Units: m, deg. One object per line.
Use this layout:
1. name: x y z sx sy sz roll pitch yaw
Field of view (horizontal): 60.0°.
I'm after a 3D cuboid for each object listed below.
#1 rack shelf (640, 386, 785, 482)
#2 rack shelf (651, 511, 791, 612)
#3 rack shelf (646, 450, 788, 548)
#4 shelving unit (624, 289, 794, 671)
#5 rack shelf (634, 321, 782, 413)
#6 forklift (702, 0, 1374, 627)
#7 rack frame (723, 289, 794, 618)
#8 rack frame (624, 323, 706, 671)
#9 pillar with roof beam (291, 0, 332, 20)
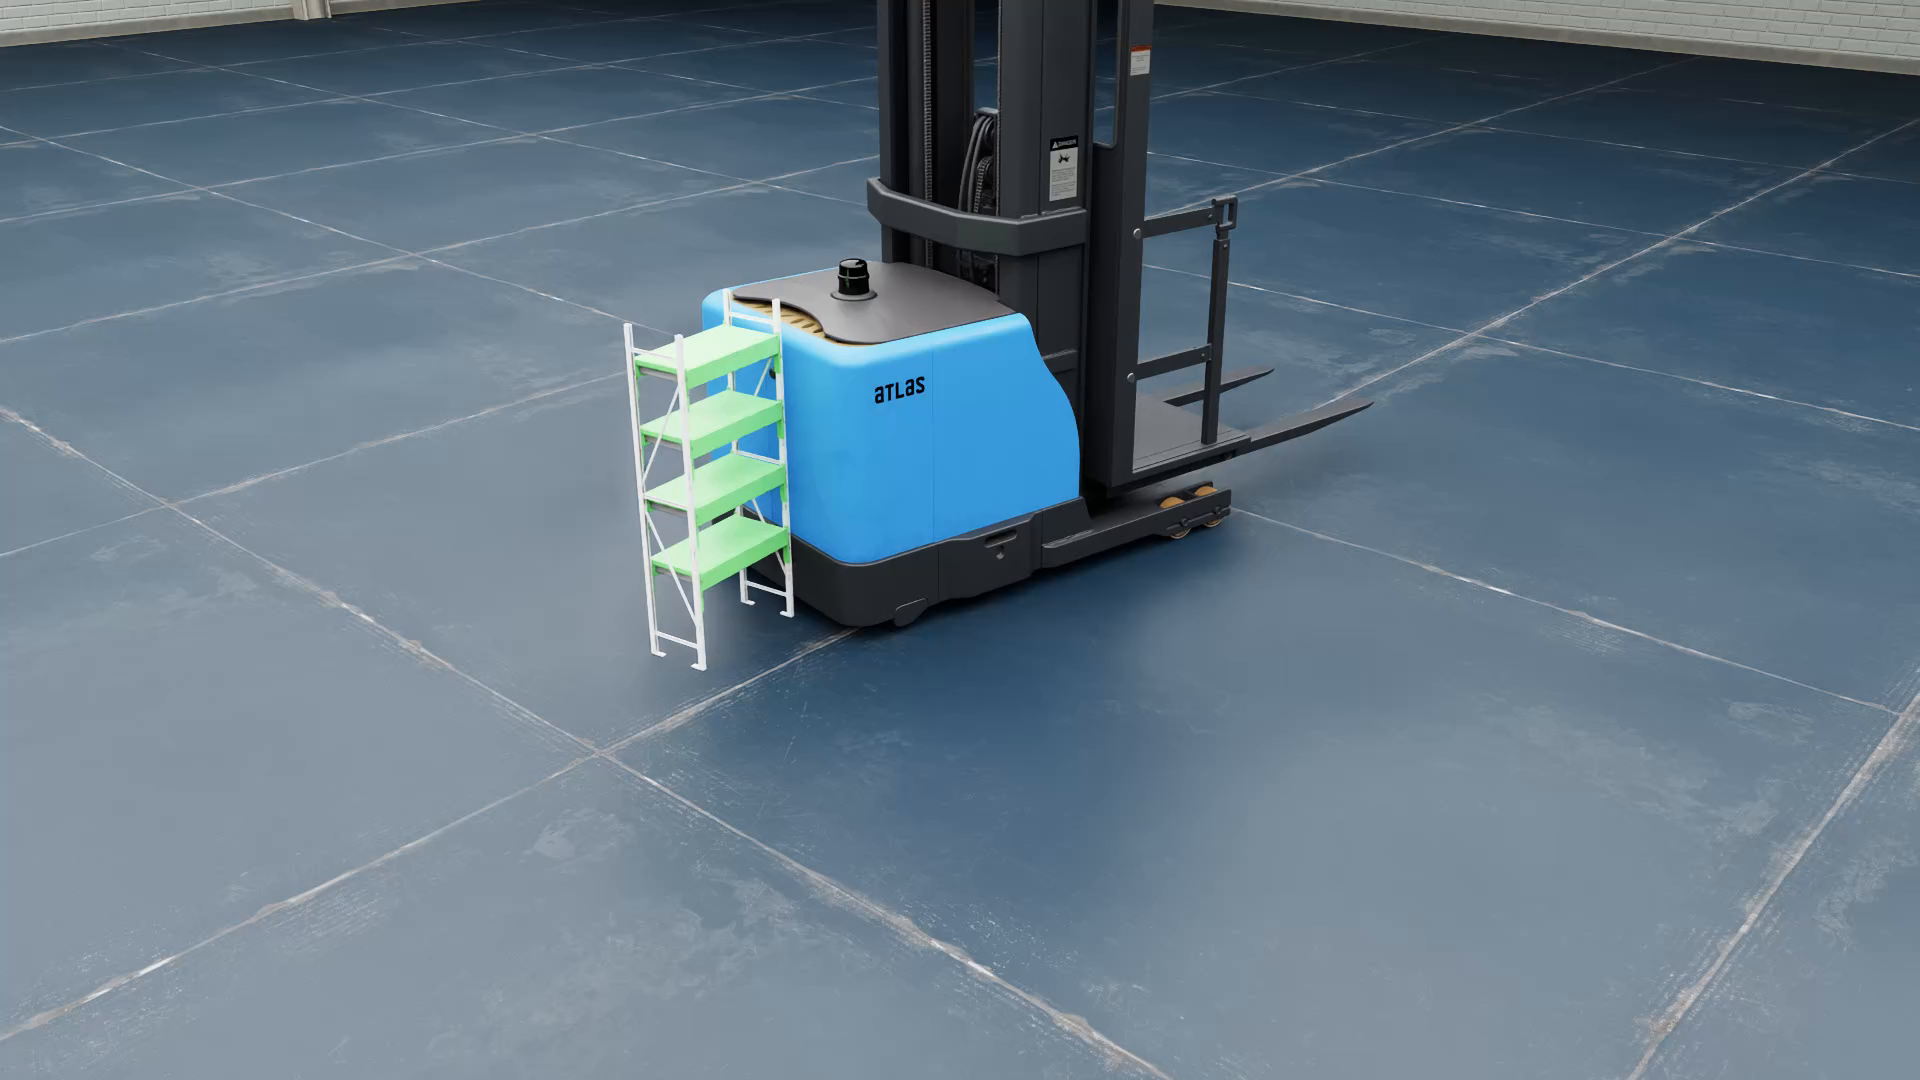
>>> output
1. rack shelf: -0.849 -0.369 5.675 0.258 0.148 0.480 15 28 30
2. rack shelf: -0.849 0.069 5.871 0.258 0.148 0.480 15 28 30
3. rack shelf: -0.849 -0.150 5.773 0.258 0.148 0.480 15 28 30
4. shelving unit: -0.849 -0.208 5.747 0.258 1.200 0.503 15 28 30
5. rack shelf: -0.849 -0.588 5.577 0.258 0.148 0.480 15 28 30
6. forklift: 0.498 -1.496 6.503 3.031 2.935 1.130 -18 30 -34
7. rack frame: -0.715 -0.291 5.934 0.240 1.200 0.015 15 28 30
8. rack frame: -0.982 -0.124 5.560 0.240 1.200 0.015 15 28 30
9. pillar with roof beam: -5.562 -10.002 18.059 9.100 9.000 0.400 20 31 38
